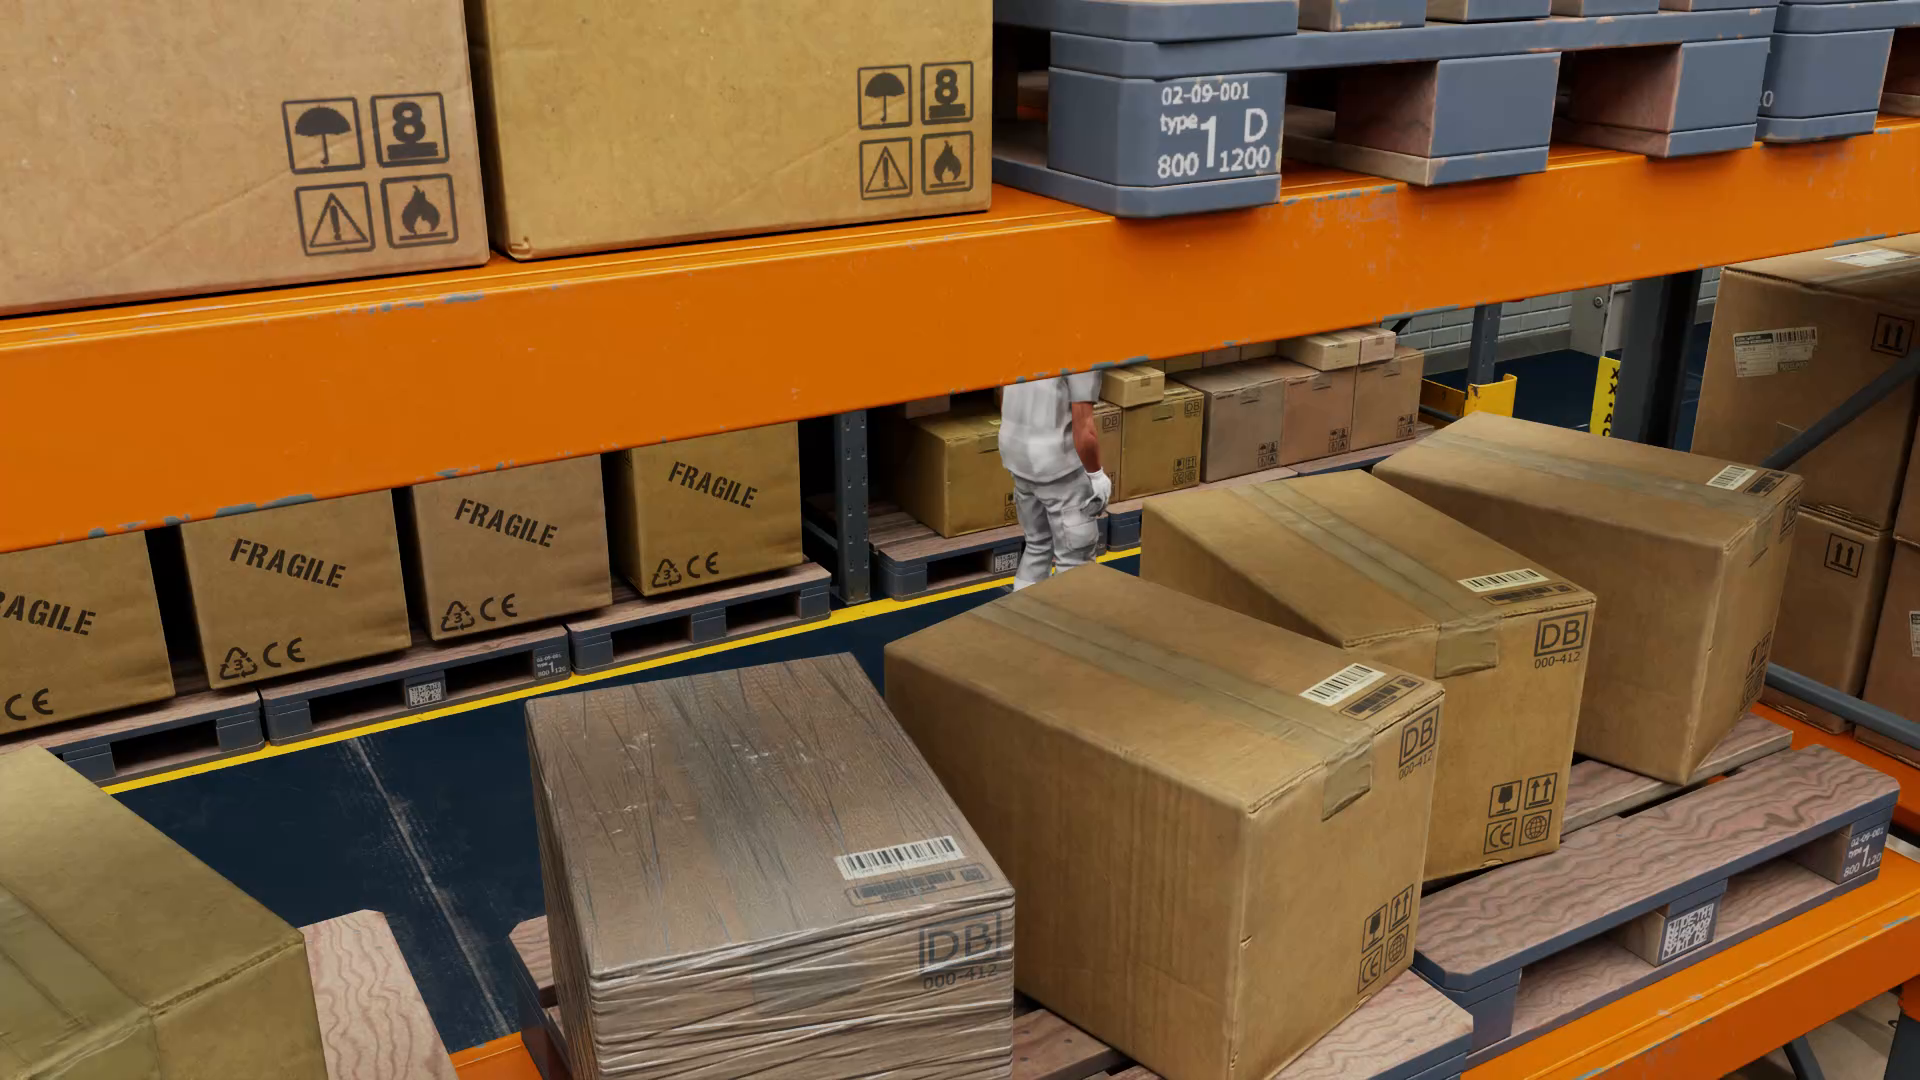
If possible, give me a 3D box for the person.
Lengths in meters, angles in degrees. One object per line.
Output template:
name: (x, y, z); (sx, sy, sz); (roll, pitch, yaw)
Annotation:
person: (0.401, -0.308, 6.847); (0.452, 1.777, 0.610); (-14, 25, -31)
